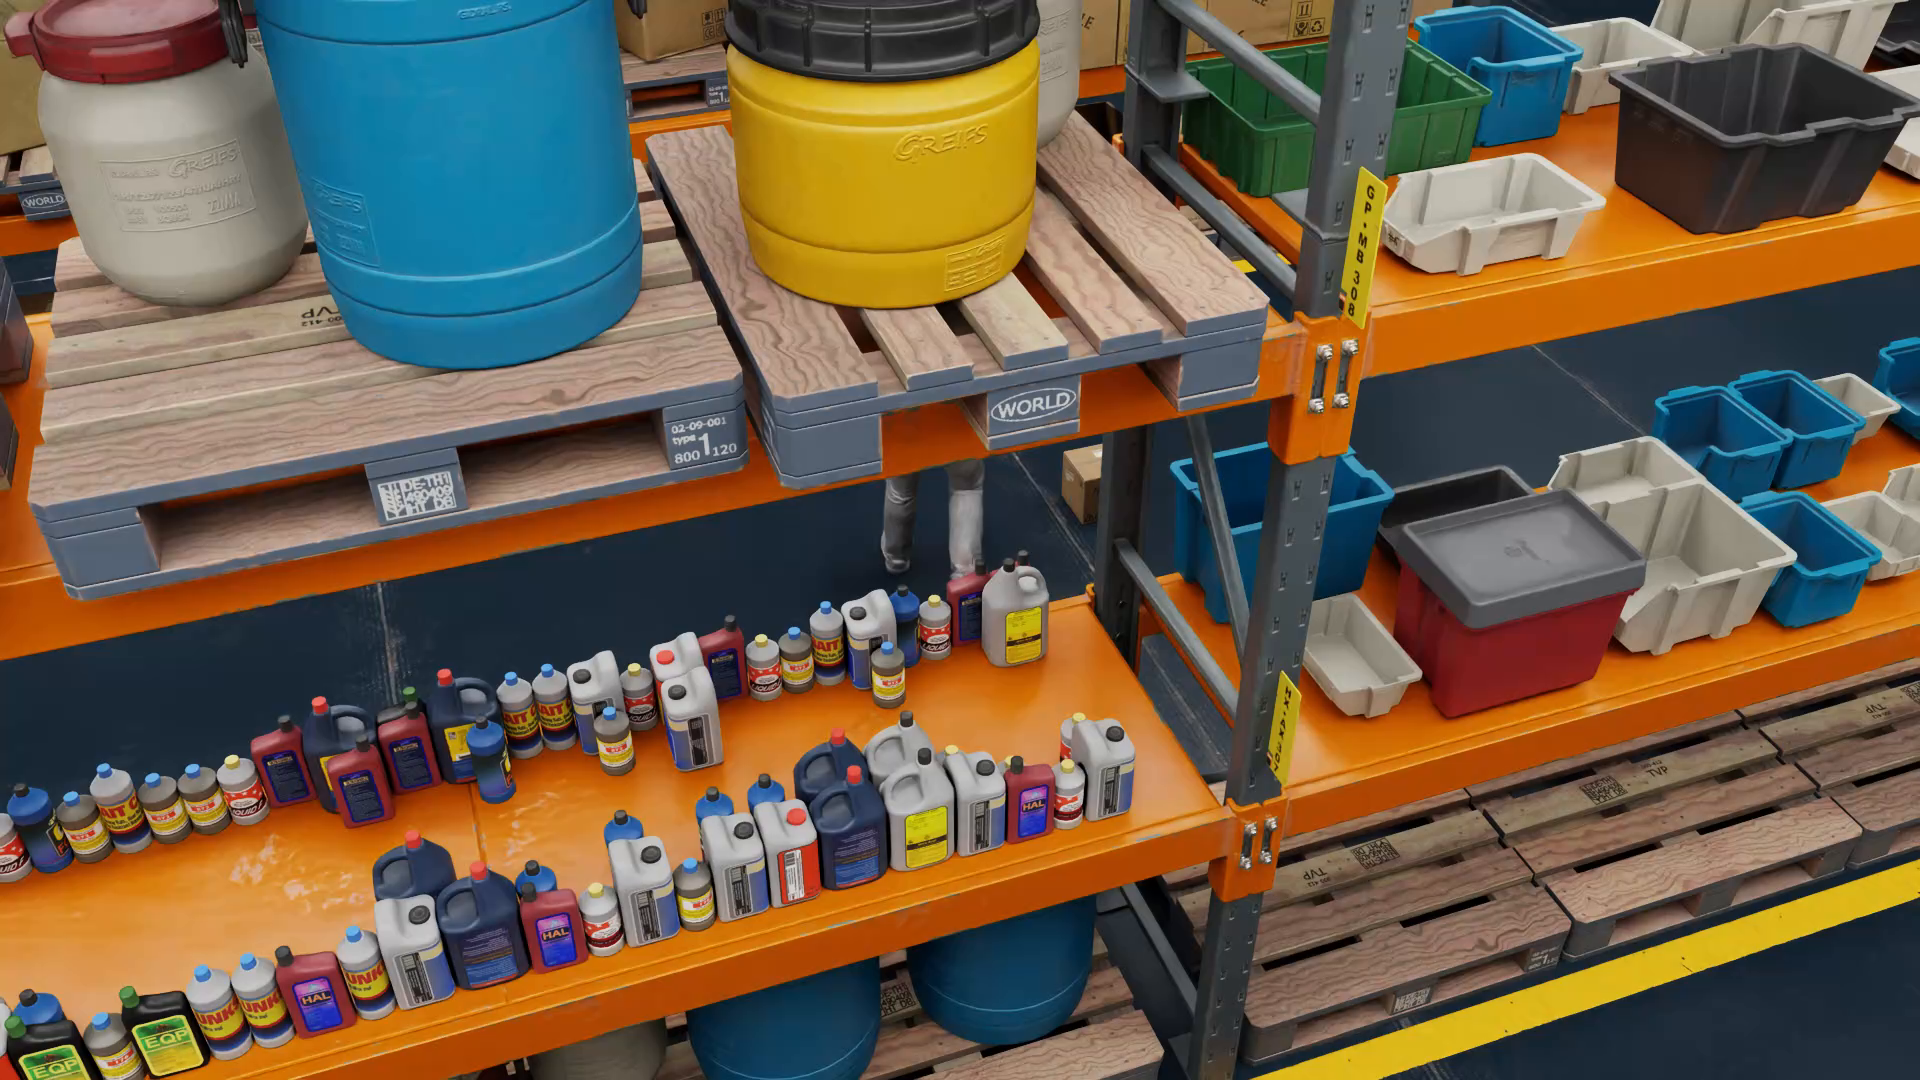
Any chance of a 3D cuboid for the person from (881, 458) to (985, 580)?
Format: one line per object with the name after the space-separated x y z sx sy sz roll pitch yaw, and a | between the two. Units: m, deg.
-0.093 -0.487 6.770 0.608 1.753 0.781 0 38 0 | person
